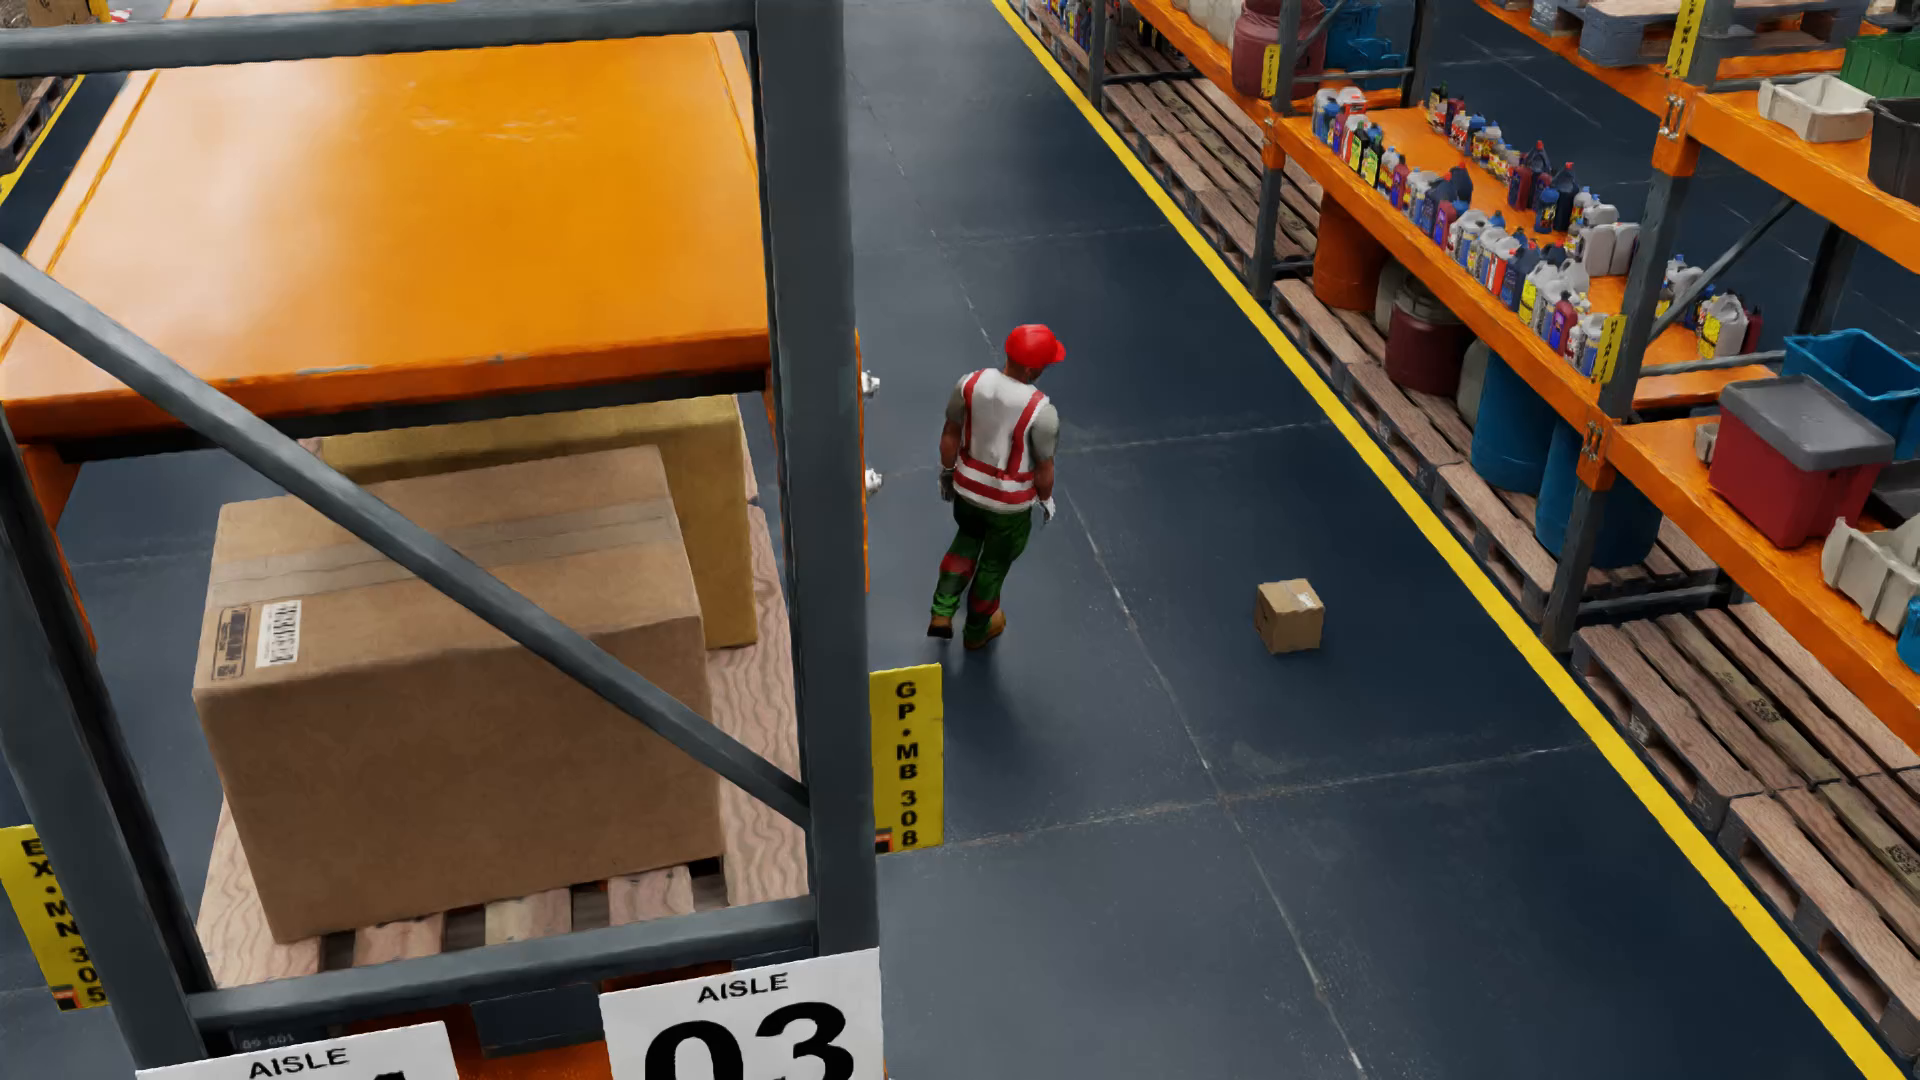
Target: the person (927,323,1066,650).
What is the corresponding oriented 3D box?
[{"bbox_3d":[0.152,-0.193,7.627,0.613,1.765,0.497,18,38,25],"label":"person"}]
